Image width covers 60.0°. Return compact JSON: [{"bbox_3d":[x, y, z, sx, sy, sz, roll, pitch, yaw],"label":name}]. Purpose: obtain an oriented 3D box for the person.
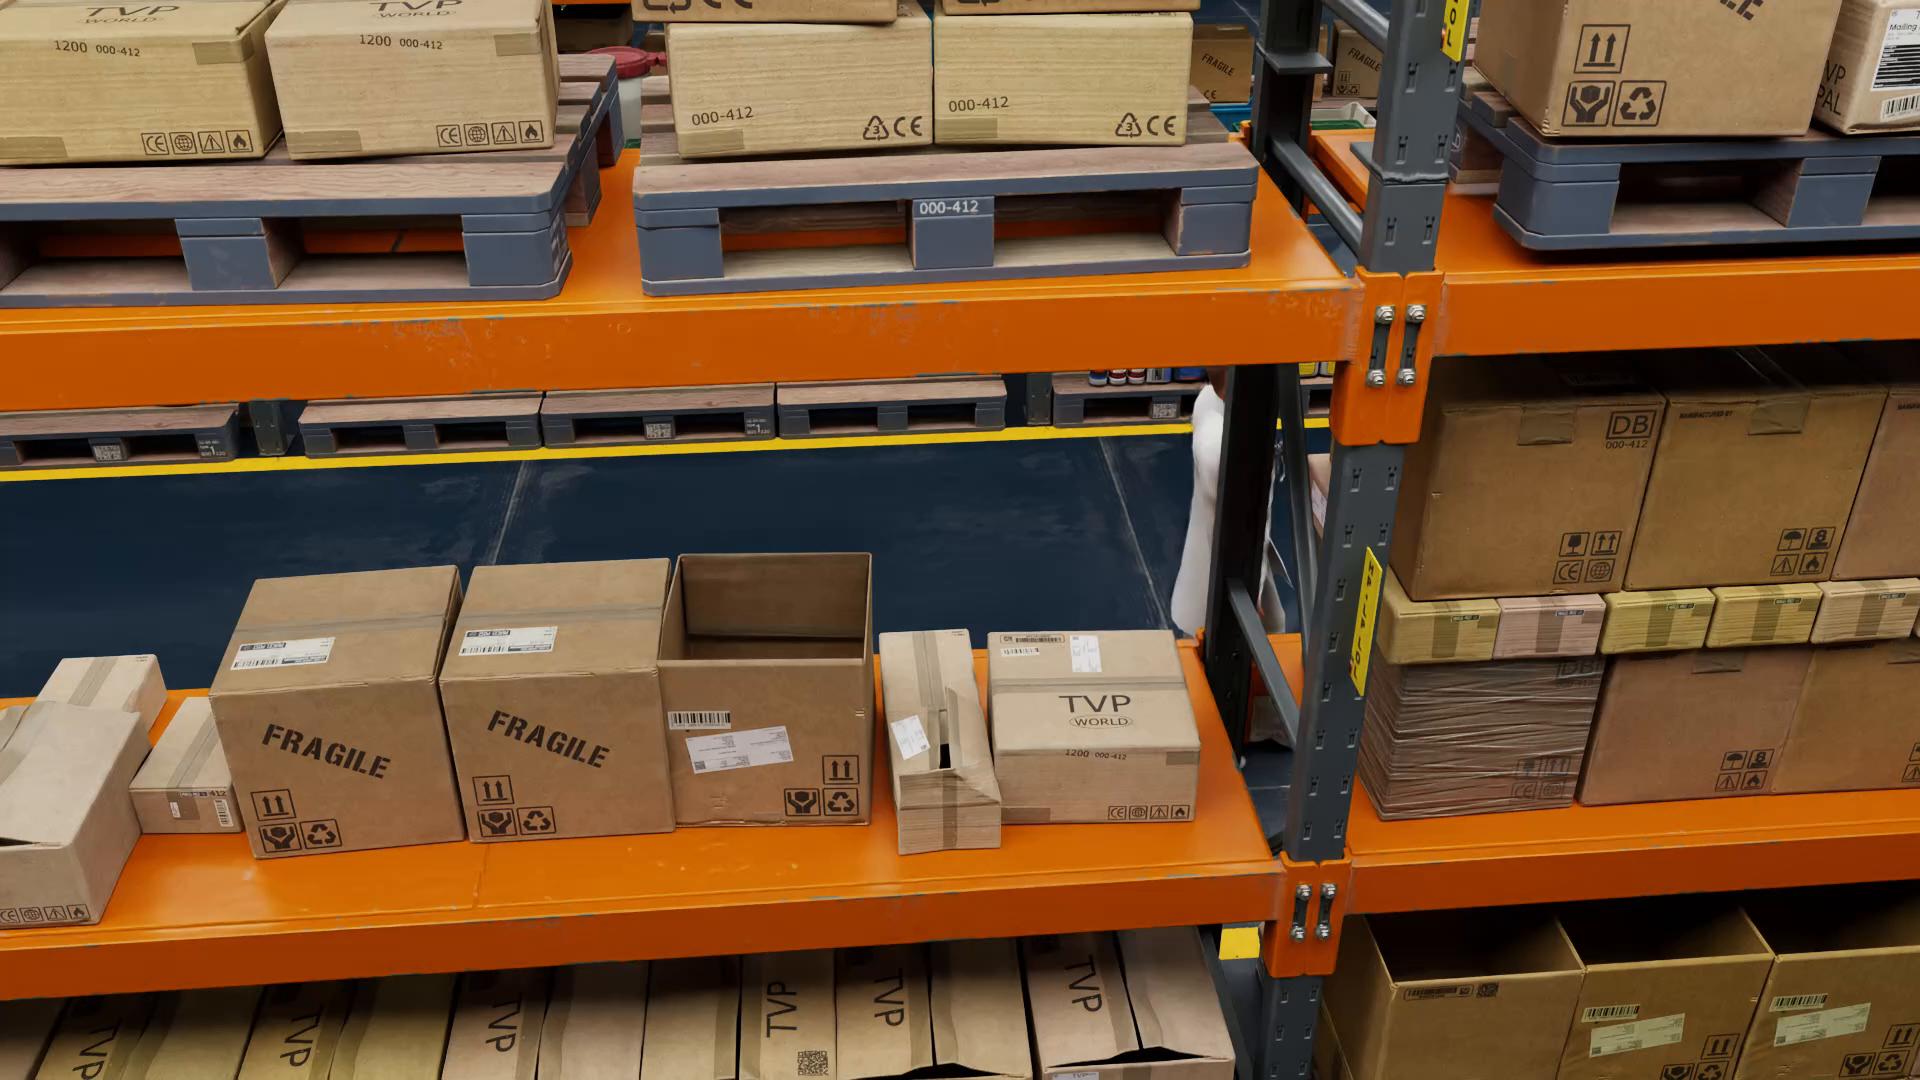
[{"bbox_3d":[1.070,0.134,6.007,0.683,1.691,0.611,6,31,9],"label":"person"}]
